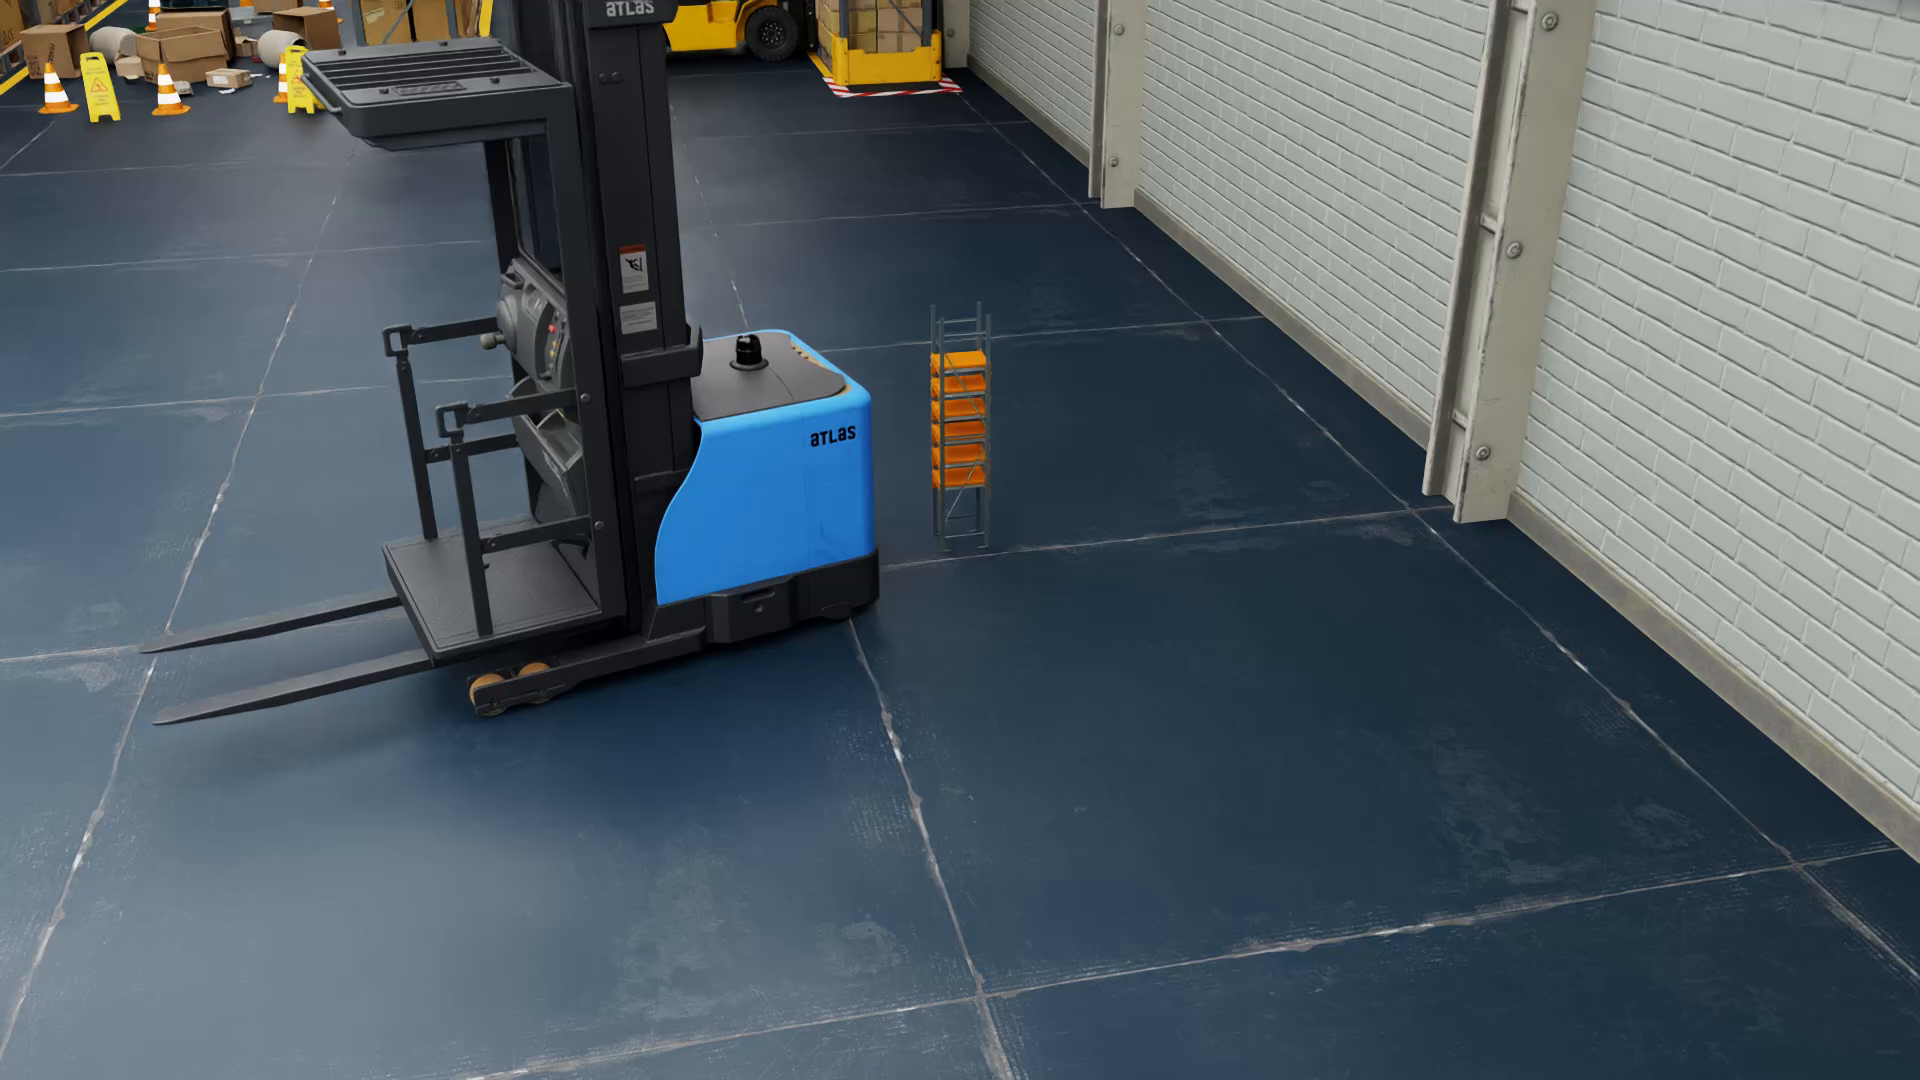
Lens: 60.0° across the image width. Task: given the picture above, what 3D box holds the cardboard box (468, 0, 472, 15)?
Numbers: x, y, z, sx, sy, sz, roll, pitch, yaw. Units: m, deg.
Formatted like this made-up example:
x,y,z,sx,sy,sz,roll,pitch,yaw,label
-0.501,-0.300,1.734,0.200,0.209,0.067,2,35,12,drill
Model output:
x,y,z,sx,sy,sz,roll,pitch,yaw,label
-5.911,-6.262,19.081,0.500,0.500,0.500,-5,27,-9,cardboard box

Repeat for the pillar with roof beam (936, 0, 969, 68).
x,y,z,sx,sy,sz,roll,pitch,yaw,label
-4.274,-9.035,16.163,9.100,9.000,0.400,-6,27,-12,pillar with roof beam

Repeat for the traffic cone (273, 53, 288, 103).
x,y,z,sx,sy,sz,roll,pitch,yaw,label
-6.990,-4.816,17.278,0.336,0.463,0.334,-6,27,-12,traffic cone

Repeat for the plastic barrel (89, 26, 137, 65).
x,y,z,sx,sy,sz,roll,pitch,yaw,label
-9.588,-5.607,18.890,0.512,0.421,0.421,13,30,24,plastic barrel

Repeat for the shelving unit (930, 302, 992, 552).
x,y,z,sx,sy,sz,roll,pitch,yaw,label
0.003,-0.529,7.967,0.258,1.200,0.189,-6,27,-12,shelving unit

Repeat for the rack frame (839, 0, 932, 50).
x,y,z,sx,sy,sz,roll,pitch,yaw,label
-0.801,-6.396,17.594,1.000,3.000,0.127,-6,27,-12,rack frame

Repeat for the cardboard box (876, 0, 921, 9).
x,y,z,sx,sy,sz,roll,pitch,yaw,label
-0.725,-6.033,18.350,0.500,0.250,0.500,-6,27,-12,cardboard box

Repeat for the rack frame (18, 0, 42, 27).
x,y,z,sx,sy,sz,roll,pitch,yaw,label
-11.338,-7.100,18.987,1.000,3.000,0.127,-6,27,-12,rack frame

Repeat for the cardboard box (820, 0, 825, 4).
x,y,z,sx,sy,sz,roll,pitch,yaw,label
-1.330,-6.197,18.674,0.500,0.250,0.500,-5,27,-11,cardboard box

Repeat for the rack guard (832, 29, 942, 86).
x,y,z,sx,sy,sz,roll,pitch,yaw,label
-0.796,-5.270,18.136,1.175,0.500,0.348,-6,27,-12,rack guard

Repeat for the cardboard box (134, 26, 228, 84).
x,y,z,sx,sy,sz,roll,pitch,yaw,label
-8.499,-5.290,18.173,0.637,0.503,0.797,19,32,32,cardboard box

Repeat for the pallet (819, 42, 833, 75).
x,y,z,sx,sy,sz,roll,pitch,yaw,label
-1.015,-5.483,18.879,1.003,0.211,1.213,-6,27,-12,pallet

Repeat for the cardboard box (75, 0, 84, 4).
x,y,z,sx,sy,sz,roll,pitch,yaw,label
-11.989,-7.379,21.571,1.050,0.750,0.750,-6,27,-11,cardboard box

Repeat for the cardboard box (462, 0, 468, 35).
x,y,z,sx,sy,sz,roll,pitch,yaw,label
-5.677,-5.807,18.180,0.500,0.500,0.500,-7,28,-14,cardboard box

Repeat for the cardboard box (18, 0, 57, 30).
x,y,z,sx,sy,sz,roll,pitch,yaw,label
-11.565,-6.546,19.921,1.050,0.750,0.750,-6,27,-12,cardboard box

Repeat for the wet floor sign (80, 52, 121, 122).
x,y,z,sx,sy,sz,roll,pitch,yaw,label
-8.501,-4.481,16.412,0.267,0.644,0.232,-11,29,-20,wet floor sign

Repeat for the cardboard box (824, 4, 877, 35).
x,y,z,sx,sy,sz,roll,pitch,yaw,label
-1.216,-5.761,18.367,0.500,0.250,0.500,-6,27,-12,cardboard box

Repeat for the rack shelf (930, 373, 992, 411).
x,y,z,sx,sy,sz,roll,pitch,yaw,label
0.003,-0.704,7.879,0.258,0.103,0.180,-6,27,-12,rack shelf

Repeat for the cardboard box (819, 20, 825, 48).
x,y,z,sx,sy,sz,roll,pitch,yaw,label
-1.318,-5.750,18.898,0.500,0.250,0.500,-6,27,-12,cardboard box

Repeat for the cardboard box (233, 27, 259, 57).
x,y,z,sx,sy,sz,roll,pitch,yaw,label
-8.445,-5.851,19.547,0.396,0.266,0.258,19,32,32,cardboard box

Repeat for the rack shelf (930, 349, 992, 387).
x,y,z,sx,sy,sz,roll,pitch,yaw,label
0.003,-0.811,7.825,0.258,0.103,0.180,-6,27,-12,rack shelf

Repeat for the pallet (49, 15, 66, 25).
x,y,z,sx,sy,sz,roll,pitch,yaw,label
-11.585,-6.186,20.271,1.003,0.211,1.213,-6,27,-12,pallet

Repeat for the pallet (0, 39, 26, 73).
x,y,z,sx,sy,sz,roll,pitch,yaw,label
-11.243,-5.513,18.938,1.003,0.211,1.213,-6,27,-12,pallet

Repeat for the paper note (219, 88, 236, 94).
x,y,z,sx,sy,sz,roll,pitch,yaw,label
-7.789,-4.778,17.683,0.148,0.019,0.142,-16,31,-29,paper note

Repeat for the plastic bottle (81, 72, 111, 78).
x,y,z,sx,sy,sz,roll,pitch,yaw,label
-9.546,-5.142,18.370,0.283,0.061,0.133,-16,31,-29,plastic bottle

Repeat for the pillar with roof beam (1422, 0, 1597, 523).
x,y,z,sx,sy,sz,roll,pitch,yaw,label
-1.570,-3.767,5.726,9.100,9.000,0.400,-6,27,-12,pillar with roof beam

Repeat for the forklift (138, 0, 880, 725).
x,y,z,sx,sy,sz,roll,pitch,yaw,label
-1.912,-0.860,6.702,3.031,2.935,1.130,-14,30,-25,forklift

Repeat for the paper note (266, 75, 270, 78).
x,y,z,sx,sy,sz,roll,pitch,yaw,label
-7.656,-5.132,18.406,0.032,0.001,0.123,-6,27,-12,paper note

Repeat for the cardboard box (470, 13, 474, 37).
x,y,z,sx,sy,sz,roll,pitch,yaw,label
-5.903,-5.918,19.231,0.500,0.250,0.500,-6,27,-11,cardboard box

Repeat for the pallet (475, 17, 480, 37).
x,y,z,sx,sy,sz,roll,pitch,yaw,label
-6.352,-6.111,20.122,1.003,0.211,1.213,-6,27,-12,pallet

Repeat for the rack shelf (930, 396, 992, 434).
x,y,z,sx,sy,sz,roll,pitch,yaw,label
0.003,-0.597,7.933,0.258,0.103,0.180,-6,27,-12,rack shelf

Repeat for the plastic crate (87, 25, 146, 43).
x,y,z,sx,sy,sz,roll,pitch,yaw,label
-10.022,-5.927,19.720,0.450,0.188,0.662,-2,25,20,plastic crate

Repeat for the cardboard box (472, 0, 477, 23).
x,y,z,sx,sy,sz,roll,pitch,yaw,label
-6.143,-6.374,20.136,0.500,0.250,0.500,-5,27,-9,cardboard box

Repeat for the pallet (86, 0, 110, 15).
x,y,z,sx,sy,sz,roll,pitch,yaw,label
-12.135,-7.257,22.394,1.003,0.211,1.213,-6,27,-12,pallet

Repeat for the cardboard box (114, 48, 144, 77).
x,y,z,sx,sy,sz,roll,pitch,yaw,label
-9.156,-5.312,18.479,0.396,0.266,0.258,-1,27,-3,cardboard box

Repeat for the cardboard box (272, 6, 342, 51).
x,y,z,sx,sy,sz,roll,pitch,yaw,label
-7.622,-5.923,19.428,0.500,0.500,0.500,13,30,24,cardboard box

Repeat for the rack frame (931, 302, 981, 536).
x,y,z,sx,sy,sz,roll,pitch,yaw,label
-0.017,-0.569,8.047,0.240,1.200,0.006,-6,27,-12,rack frame

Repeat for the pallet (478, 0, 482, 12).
x,y,z,sx,sy,sz,roll,pitch,yaw,label
-6.993,-7.280,22.439,1.003,0.211,1.213,-6,27,-12,pallet

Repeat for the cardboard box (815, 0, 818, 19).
x,y,z,sx,sy,sz,roll,pitch,yaw,label
-1.455,-6.207,19.250,0.500,0.250,0.500,-7,28,-13,cardboard box

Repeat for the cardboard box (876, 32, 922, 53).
x,y,z,sx,sy,sz,roll,pitch,yaw,label
-0.722,-5.592,18.585,0.500,0.250,0.500,-6,27,-11,cardboard box

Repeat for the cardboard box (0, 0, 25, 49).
x,y,z,sx,sy,sz,roll,pitch,yaw,label
-11.264,-6.055,18.810,0.875,0.875,0.875,-6,27,-11,cardboard box

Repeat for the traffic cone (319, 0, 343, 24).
x,y,z,sx,sy,sz,roll,pitch,yaw,label
-8.181,-6.916,21.439,0.336,0.463,0.334,-6,27,-12,traffic cone

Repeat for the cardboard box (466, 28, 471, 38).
x,y,z,sx,sy,sz,roll,pitch,yaw,label
-5.657,-5.458,18.320,0.500,0.250,0.500,-5,27,-10,cardboard box

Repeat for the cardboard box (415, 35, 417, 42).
x,y,z,sx,sy,sz,roll,pitch,yaw,label
-6.190,-5.406,18.218,0.500,0.250,0.500,-6,27,-11,cardboard box

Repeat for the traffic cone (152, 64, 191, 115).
x,y,z,sx,sy,sz,roll,pitch,yaw,label
-7.995,-4.554,16.759,0.336,0.463,0.334,-6,27,-12,traffic cone

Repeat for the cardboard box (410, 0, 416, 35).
x,y,z,sx,sy,sz,roll,pitch,yaw,label
-6.192,-5.739,18.045,0.500,0.500,0.500,-5,27,-10,cardboard box

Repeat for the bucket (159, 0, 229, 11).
x,y,z,sx,sy,sz,roll,pitch,yaw,label
-9.061,-6.491,19.728,0.726,0.611,0.620,3,17,6,bucket
